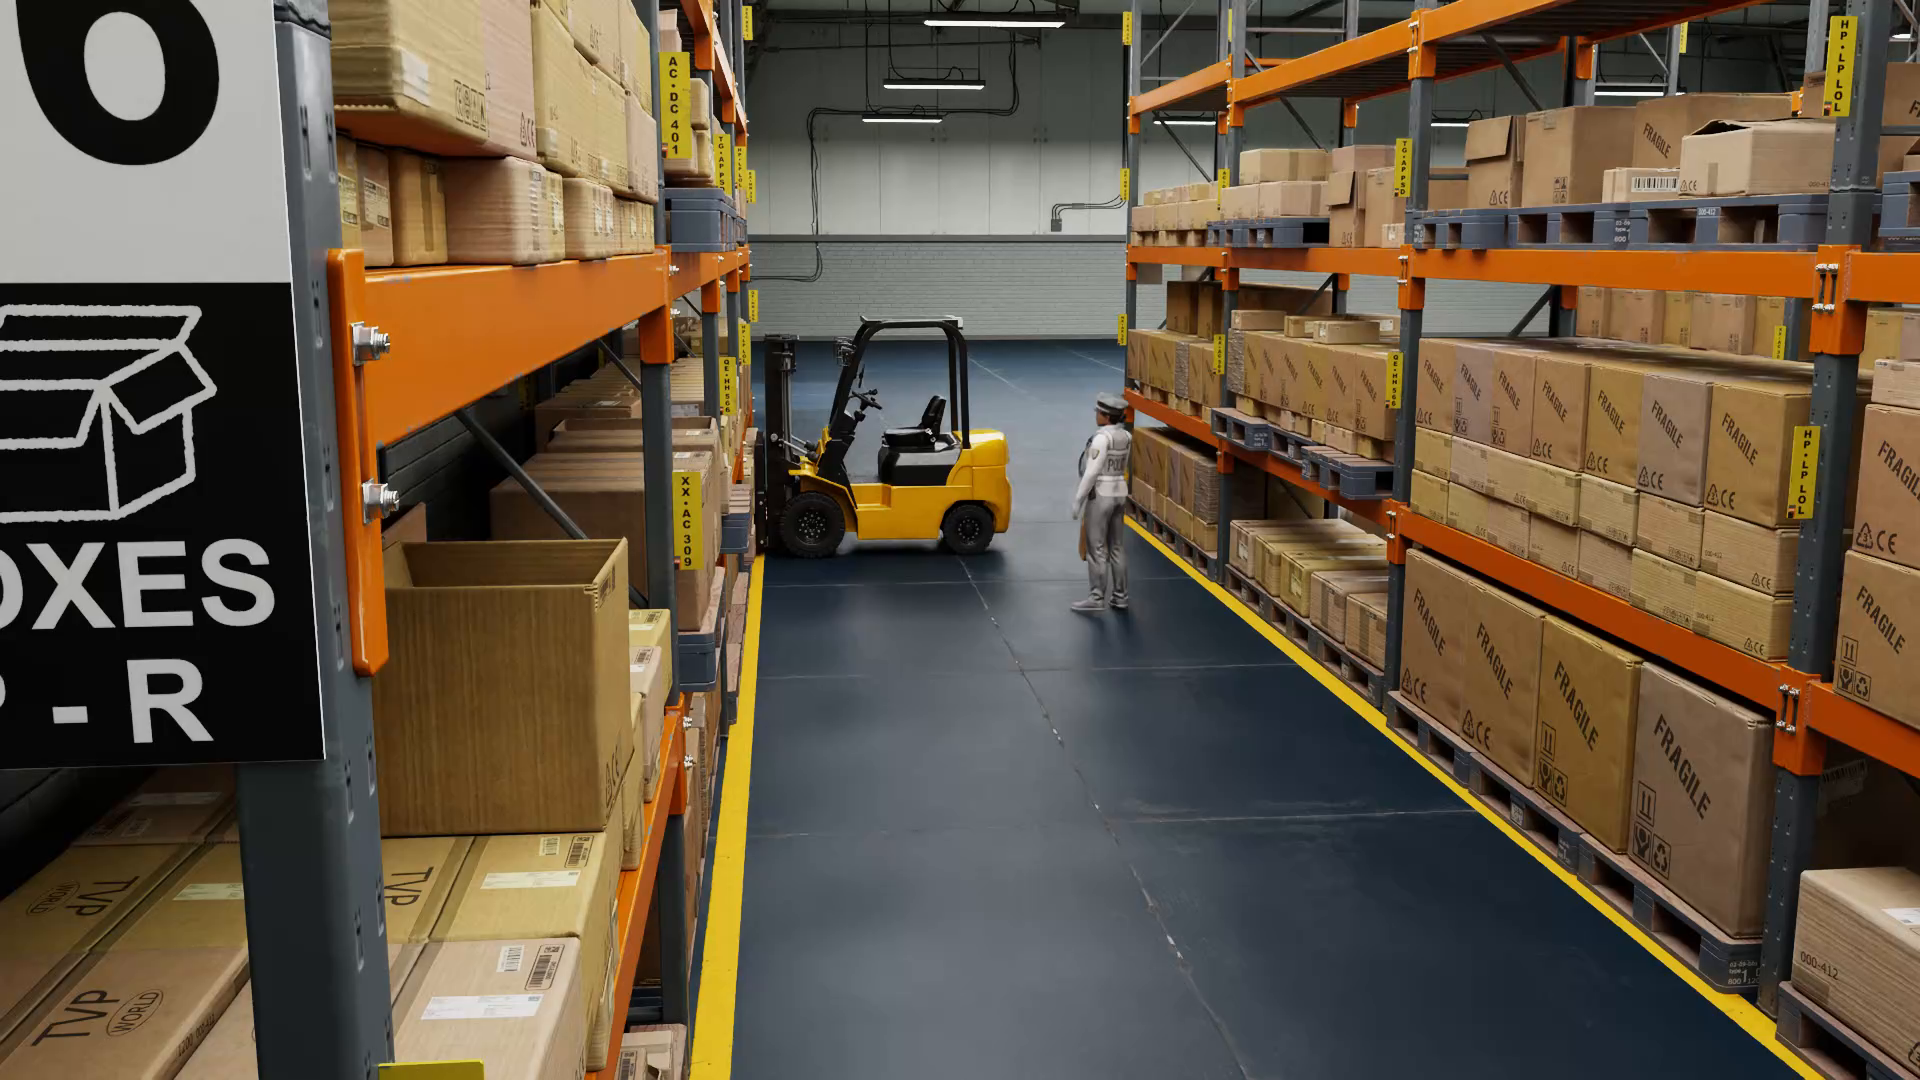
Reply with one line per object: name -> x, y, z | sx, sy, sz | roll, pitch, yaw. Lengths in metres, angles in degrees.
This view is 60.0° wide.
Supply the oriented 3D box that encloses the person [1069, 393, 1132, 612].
person -> 1.110, -0.290, 12.845 | 0.375, 1.693, 0.571 | 8, 13, 38
